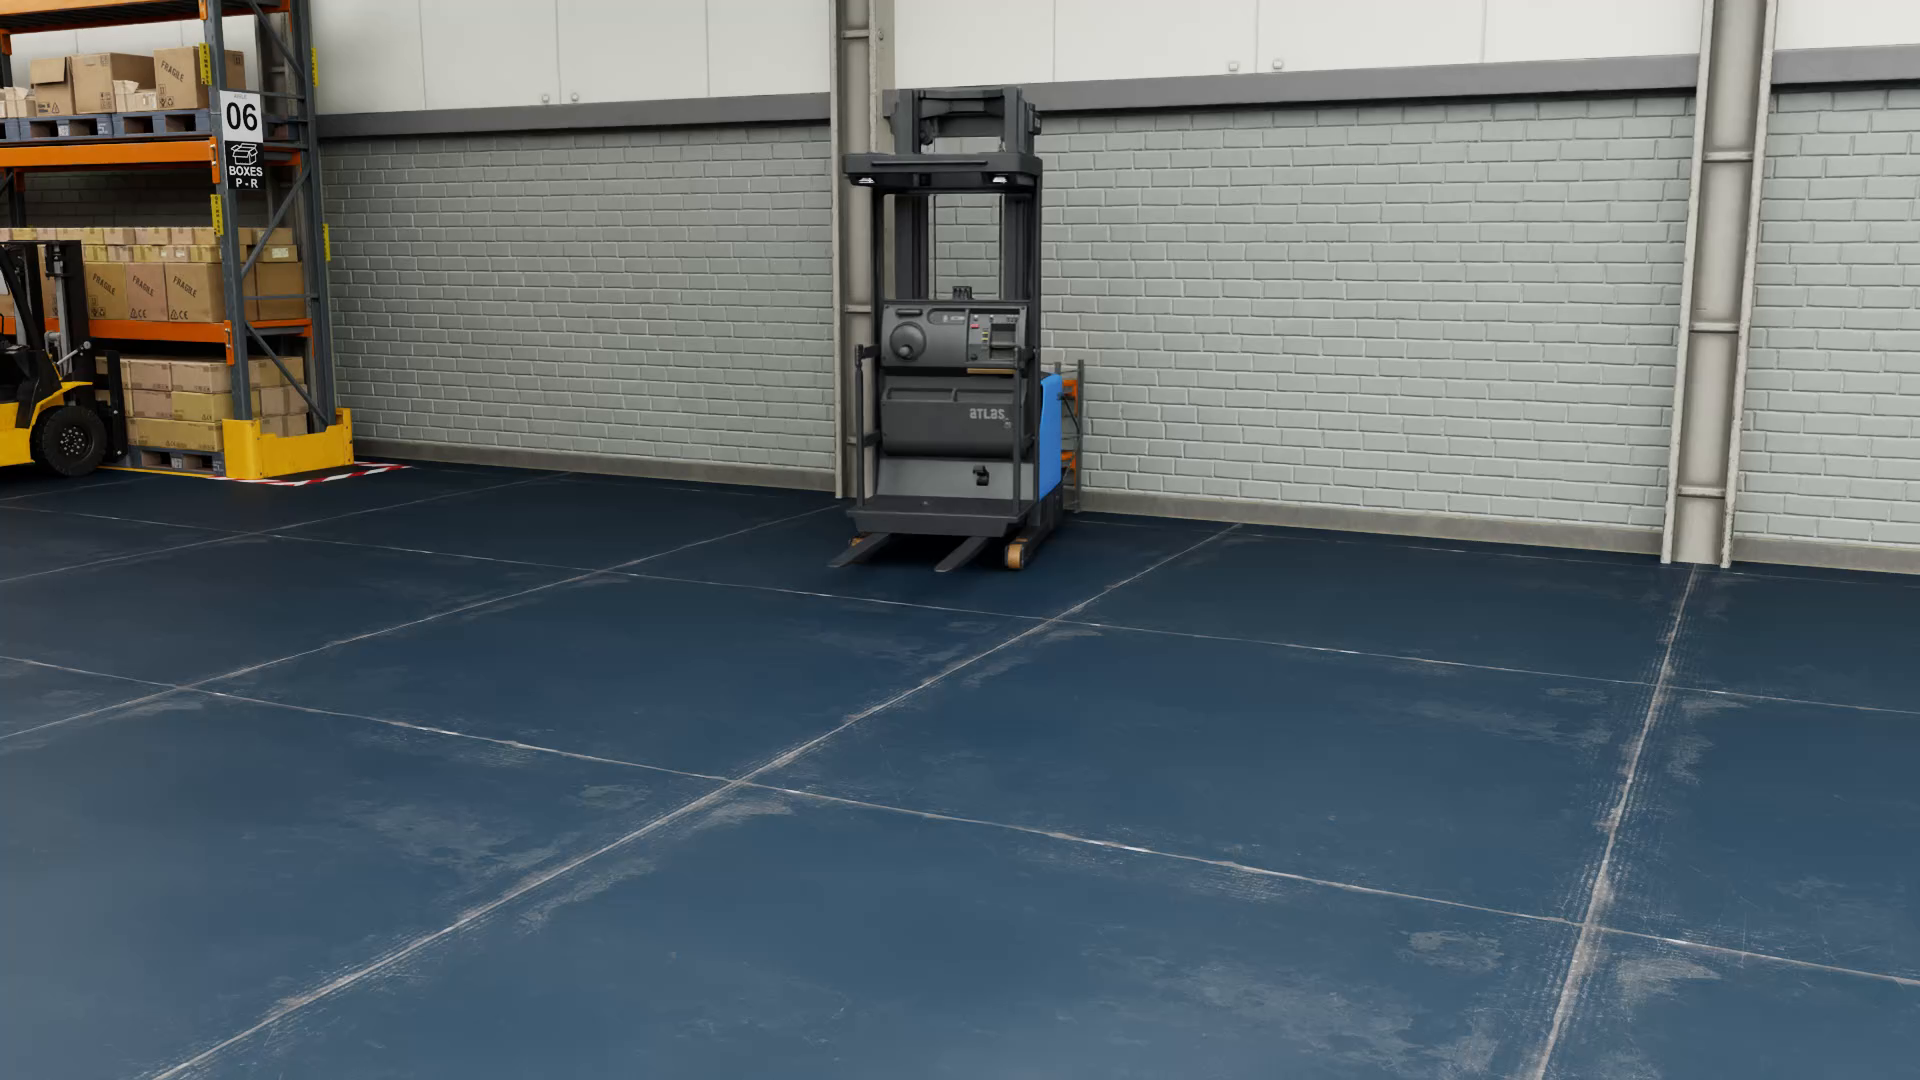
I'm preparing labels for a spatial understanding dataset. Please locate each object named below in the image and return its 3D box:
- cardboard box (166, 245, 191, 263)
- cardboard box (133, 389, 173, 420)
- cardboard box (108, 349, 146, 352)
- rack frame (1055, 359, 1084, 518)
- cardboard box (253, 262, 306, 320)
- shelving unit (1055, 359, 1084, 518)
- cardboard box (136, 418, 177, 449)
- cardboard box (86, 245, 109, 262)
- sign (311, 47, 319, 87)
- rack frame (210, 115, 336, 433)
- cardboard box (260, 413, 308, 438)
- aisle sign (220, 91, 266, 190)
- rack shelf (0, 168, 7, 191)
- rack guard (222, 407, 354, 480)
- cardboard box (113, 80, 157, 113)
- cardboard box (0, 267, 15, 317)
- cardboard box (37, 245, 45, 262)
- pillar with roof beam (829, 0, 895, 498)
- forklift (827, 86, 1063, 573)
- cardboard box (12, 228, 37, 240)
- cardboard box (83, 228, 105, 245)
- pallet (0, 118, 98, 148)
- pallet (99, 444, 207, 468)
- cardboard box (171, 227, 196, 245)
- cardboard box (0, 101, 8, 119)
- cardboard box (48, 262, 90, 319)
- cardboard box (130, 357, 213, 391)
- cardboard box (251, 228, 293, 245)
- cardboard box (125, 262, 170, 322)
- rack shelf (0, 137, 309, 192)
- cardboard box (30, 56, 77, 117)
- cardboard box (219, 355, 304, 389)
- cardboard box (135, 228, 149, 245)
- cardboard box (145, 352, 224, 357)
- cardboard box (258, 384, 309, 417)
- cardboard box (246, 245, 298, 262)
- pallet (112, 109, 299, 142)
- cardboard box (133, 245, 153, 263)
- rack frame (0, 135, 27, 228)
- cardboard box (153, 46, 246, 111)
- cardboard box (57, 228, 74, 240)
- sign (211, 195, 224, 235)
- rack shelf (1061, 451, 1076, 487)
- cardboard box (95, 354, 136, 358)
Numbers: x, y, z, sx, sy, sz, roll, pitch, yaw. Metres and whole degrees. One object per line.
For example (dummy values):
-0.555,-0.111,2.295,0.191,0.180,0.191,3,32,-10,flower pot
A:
-6.567,-2.456,14.276,0.250,0.149,0.380,5,12,27,cardboard box
-6.910,-1.219,14.680,0.500,0.250,0.500,5,11,25,cardboard box
-8.041,-1.663,15.731,0.500,0.250,0.500,5,11,26,cardboard box
0.787,-0.739,12.092,0.032,1.125,0.500,5,10,25,rack frame
-6.211,-2.222,14.805,0.500,0.500,0.500,5,12,28,cardboard box
0.328,-0.776,12.306,1.048,1.125,0.538,5,10,25,shelving unit
-6.893,-0.971,14.712,0.500,0.250,0.500,5,11,26,cardboard box
-7.486,-2.538,14.728,0.250,0.149,0.380,5,11,26,cardboard box
-5.639,-4.123,14.489,0.005,0.325,0.100,5,11,26,sign
-5.890,-2.090,14.354,0.127,3.000,1.000,5,11,26,rack frame
-6.244,-1.013,14.947,0.500,0.250,0.500,5,11,26,cardboard box
-5.961,-3.317,13.834,0.004,0.787,0.394,5,11,26,aisle sign
-11.271,-3.684,16.763,4.000,0.370,1.077,5,11,26,rack shelf
-5.868,-0.858,14.566,0.348,0.500,1.175,5,11,26,rack guard
-6.995,-3.792,14.255,0.258,0.266,0.396,5,11,26,cardboard box
-8.720,-2.339,15.450,0.500,0.500,0.500,5,12,27,cardboard box
-8.172,-2.601,15.075,0.250,0.149,0.380,5,11,24,cardboard box
-2.640,-4.080,8.506,0.400,9.000,9.100,5,11,26,pillar with roof beam
-0.082,-1.328,10.337,1.130,2.935,3.031,2,10,12,forklift
-8.385,-2.769,15.172,0.250,0.149,0.380,5,11,25,cardboard box
-7.493,-2.684,14.698,0.250,0.149,0.380,5,12,27,cardboard box
-8.701,-3.774,15.487,1.213,0.211,1.003,5,11,26,pallet
-7.684,-0.867,15.430,1.213,0.211,1.003,5,11,26,pallet
-6.539,-2.613,14.310,0.250,0.149,0.380,5,11,26,cardboard box
-8.520,-3.869,15.006,0.250,0.149,0.380,5,12,28,cardboard box
-7.824,-2.256,14.993,0.500,0.500,0.500,5,11,26,cardboard box
-6.901,-1.461,14.614,0.500,0.250,0.500,5,12,27,cardboard box
-6.097,-2.665,14.595,0.250,0.149,0.380,5,11,25,cardboard box
-6.909,-2.178,14.561,0.500,0.500,0.500,5,12,28,cardboard box
-7.683,-3.369,15.021,4.000,0.370,1.077,5,11,26,rack shelf
-7.777,-4.017,14.831,0.637,0.503,0.797,5,12,28,cardboard box
-6.237,-1.503,14.848,0.500,0.250,0.500,5,11,25,cardboard box
-6.976,-2.661,14.574,0.250,0.149,0.380,5,11,26,cardboard box
-7.131,-1.583,15.290,0.500,0.250,0.500,5,11,25,cardboard box
-6.220,-1.259,14.904,0.500,0.250,0.500,5,12,27,cardboard box
-6.079,-2.526,14.663,0.250,0.149,0.380,5,11,24,cardboard box
-6.513,-3.582,14.425,1.213,0.211,1.003,5,11,26,pallet
-6.990,-2.508,14.561,0.250,0.149,0.380,5,11,25,cardboard box
-9.477,-2.405,16.095,0.127,3.000,1.000,5,11,26,rack frame
-6.395,-3.867,14.009,0.500,0.500,0.500,5,12,28,cardboard box
-7.901,-2.741,15.018,0.250,0.149,0.380,5,11,26,cardboard box
-6.142,-2.690,13.757,0.005,0.325,0.100,5,11,26,sign
0.326,-0.534,12.343,1.000,0.278,0.538,5,10,25,rack shelf
-7.809,-1.540,15.053,0.500,0.250,0.500,5,11,25,cardboard box
